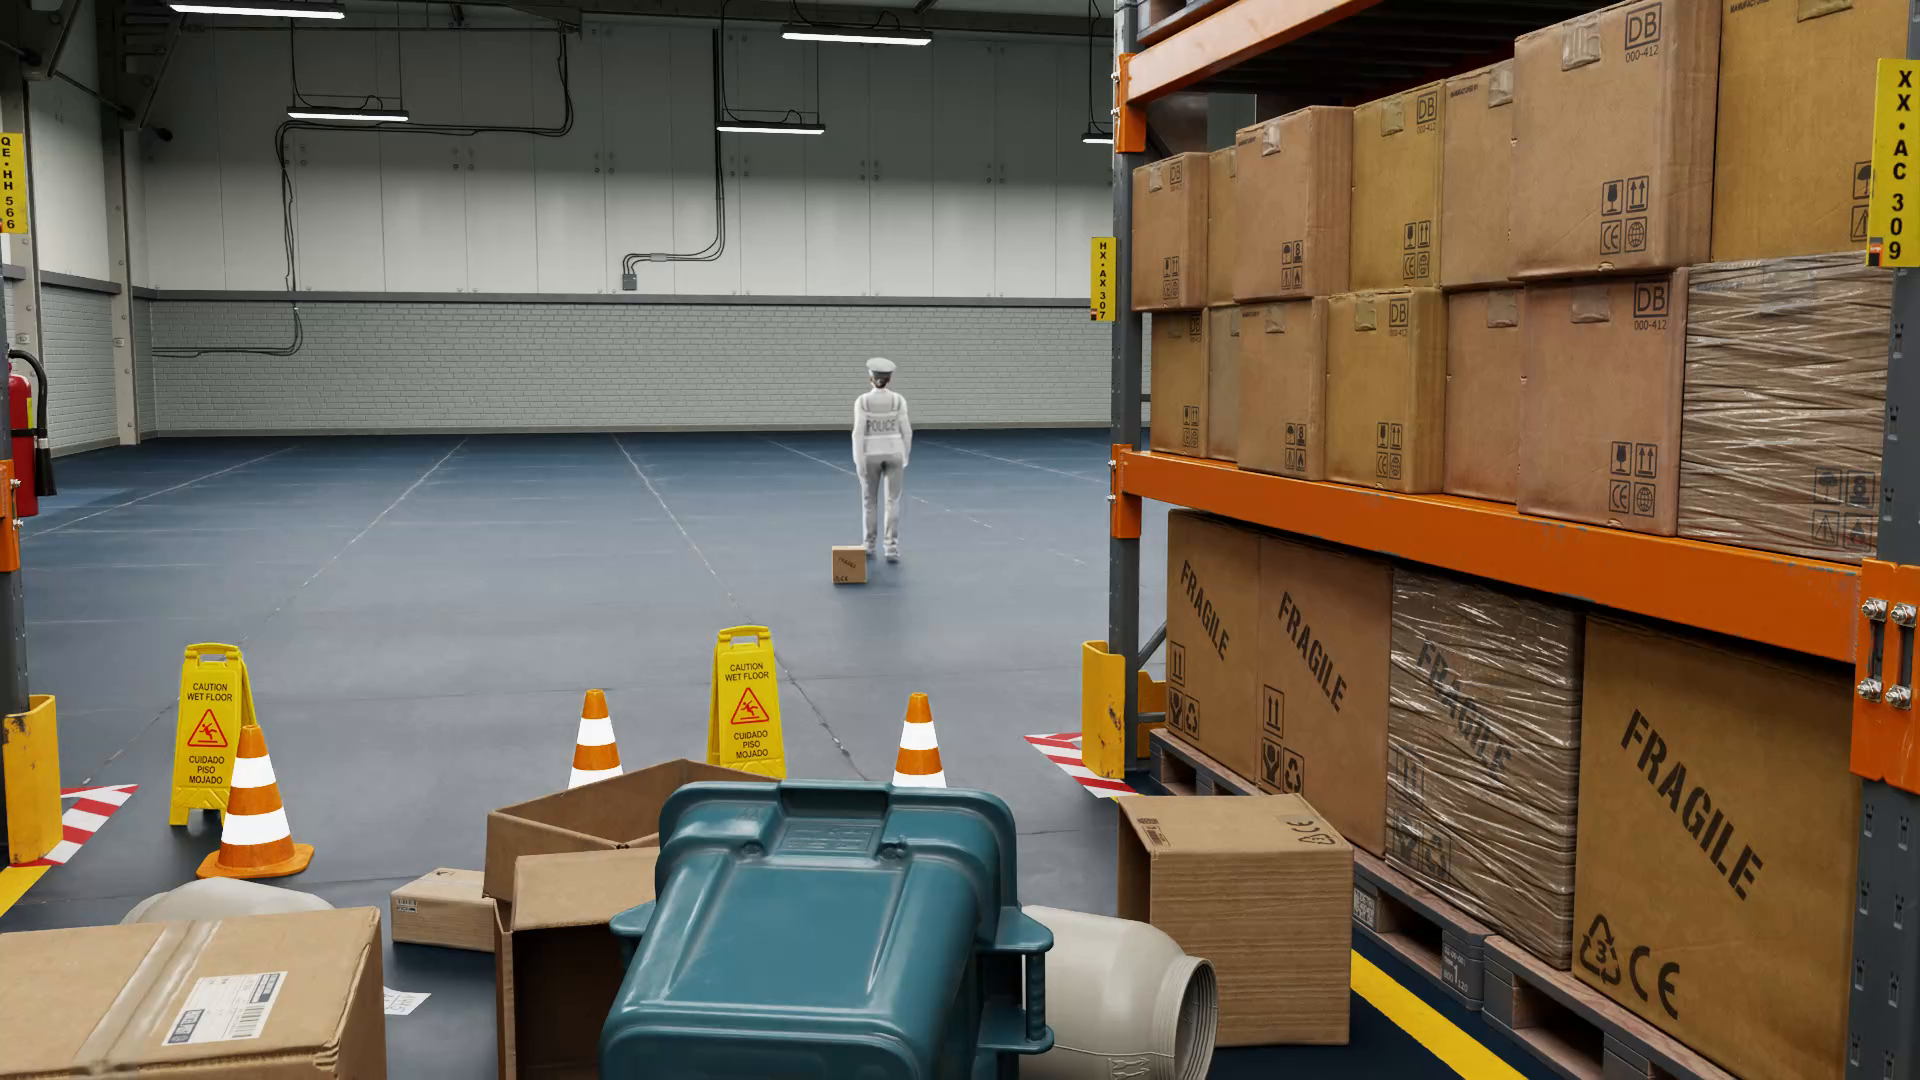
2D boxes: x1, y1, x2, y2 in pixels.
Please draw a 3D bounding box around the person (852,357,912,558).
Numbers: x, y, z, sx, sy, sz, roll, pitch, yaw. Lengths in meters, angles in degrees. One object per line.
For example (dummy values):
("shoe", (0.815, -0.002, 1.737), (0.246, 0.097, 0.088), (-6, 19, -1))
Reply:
("person", (-0.644, -0.696, 13.896), (0.494, 1.649, 0.874), (0, 6, -1))
